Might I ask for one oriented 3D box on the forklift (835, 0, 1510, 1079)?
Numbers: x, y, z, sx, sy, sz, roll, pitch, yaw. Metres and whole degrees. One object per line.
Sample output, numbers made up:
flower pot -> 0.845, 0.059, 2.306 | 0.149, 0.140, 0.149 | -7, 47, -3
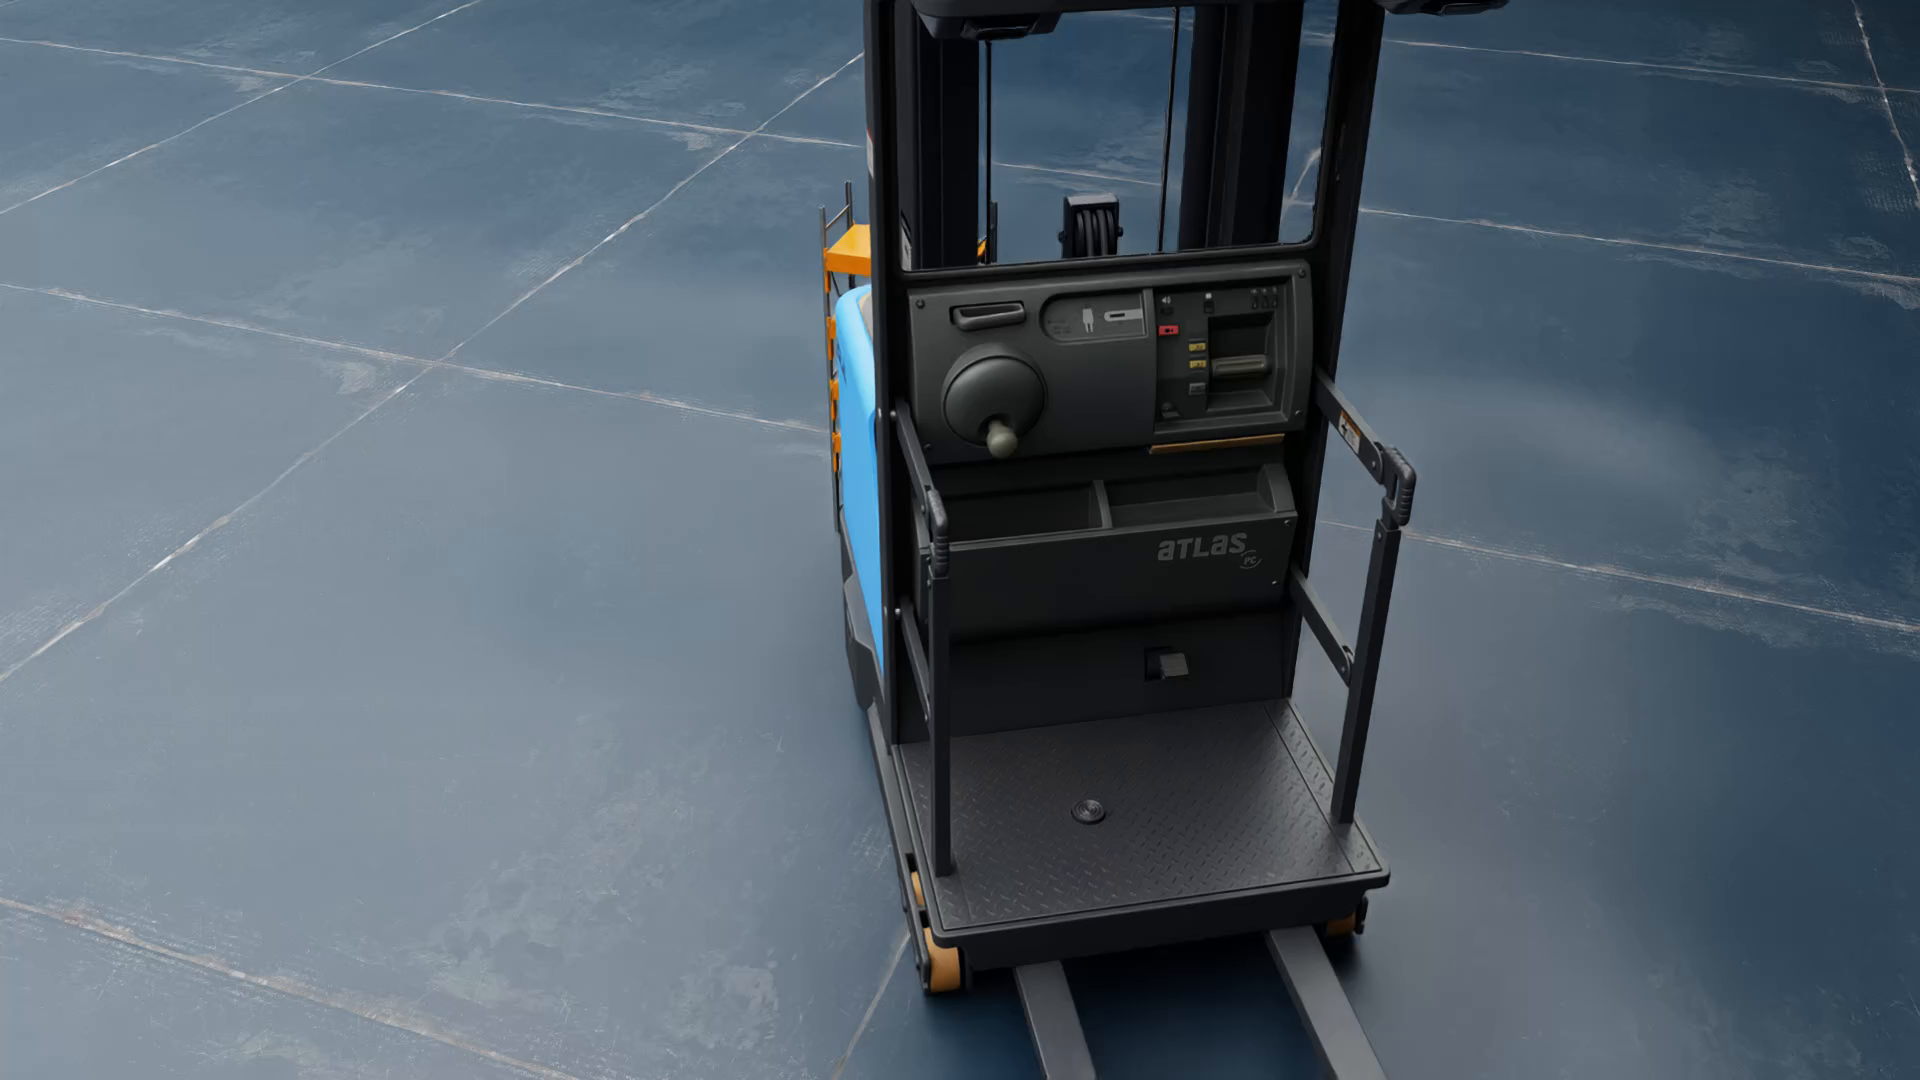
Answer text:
forklift -> 0.392, -0.349, 3.588 | 1.130, 2.935, 3.031 | -6, 33, -9

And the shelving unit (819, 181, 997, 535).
shelving unit -> -0.160, -0.540, 5.479 | 0.503, 1.200, 0.258 | 10, 34, 15

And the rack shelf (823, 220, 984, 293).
rack shelf -> -0.160, -0.869, 5.265 | 0.480, 0.148, 0.258 | 10, 34, 15

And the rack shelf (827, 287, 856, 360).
rack shelf -> -0.160, -0.671, 5.394 | 0.480, 0.148, 0.258 | 10, 34, 15

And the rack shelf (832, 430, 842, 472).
rack shelf -> -0.160, -0.317, 5.624 | 0.480, 0.148, 0.258 | 10, 34, 15

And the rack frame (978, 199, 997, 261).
rack frame -> 0.071, -0.498, 5.414 | 0.015, 1.200, 0.240 | 10, 34, 15

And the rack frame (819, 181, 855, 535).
rack frame -> -0.391, -0.582, 5.544 | 0.015, 1.200, 0.240 | 10, 34, 15

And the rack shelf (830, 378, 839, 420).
rack shelf -> -0.160, -0.483, 5.515 | 0.480, 0.148, 0.258 | 10, 34, 15
